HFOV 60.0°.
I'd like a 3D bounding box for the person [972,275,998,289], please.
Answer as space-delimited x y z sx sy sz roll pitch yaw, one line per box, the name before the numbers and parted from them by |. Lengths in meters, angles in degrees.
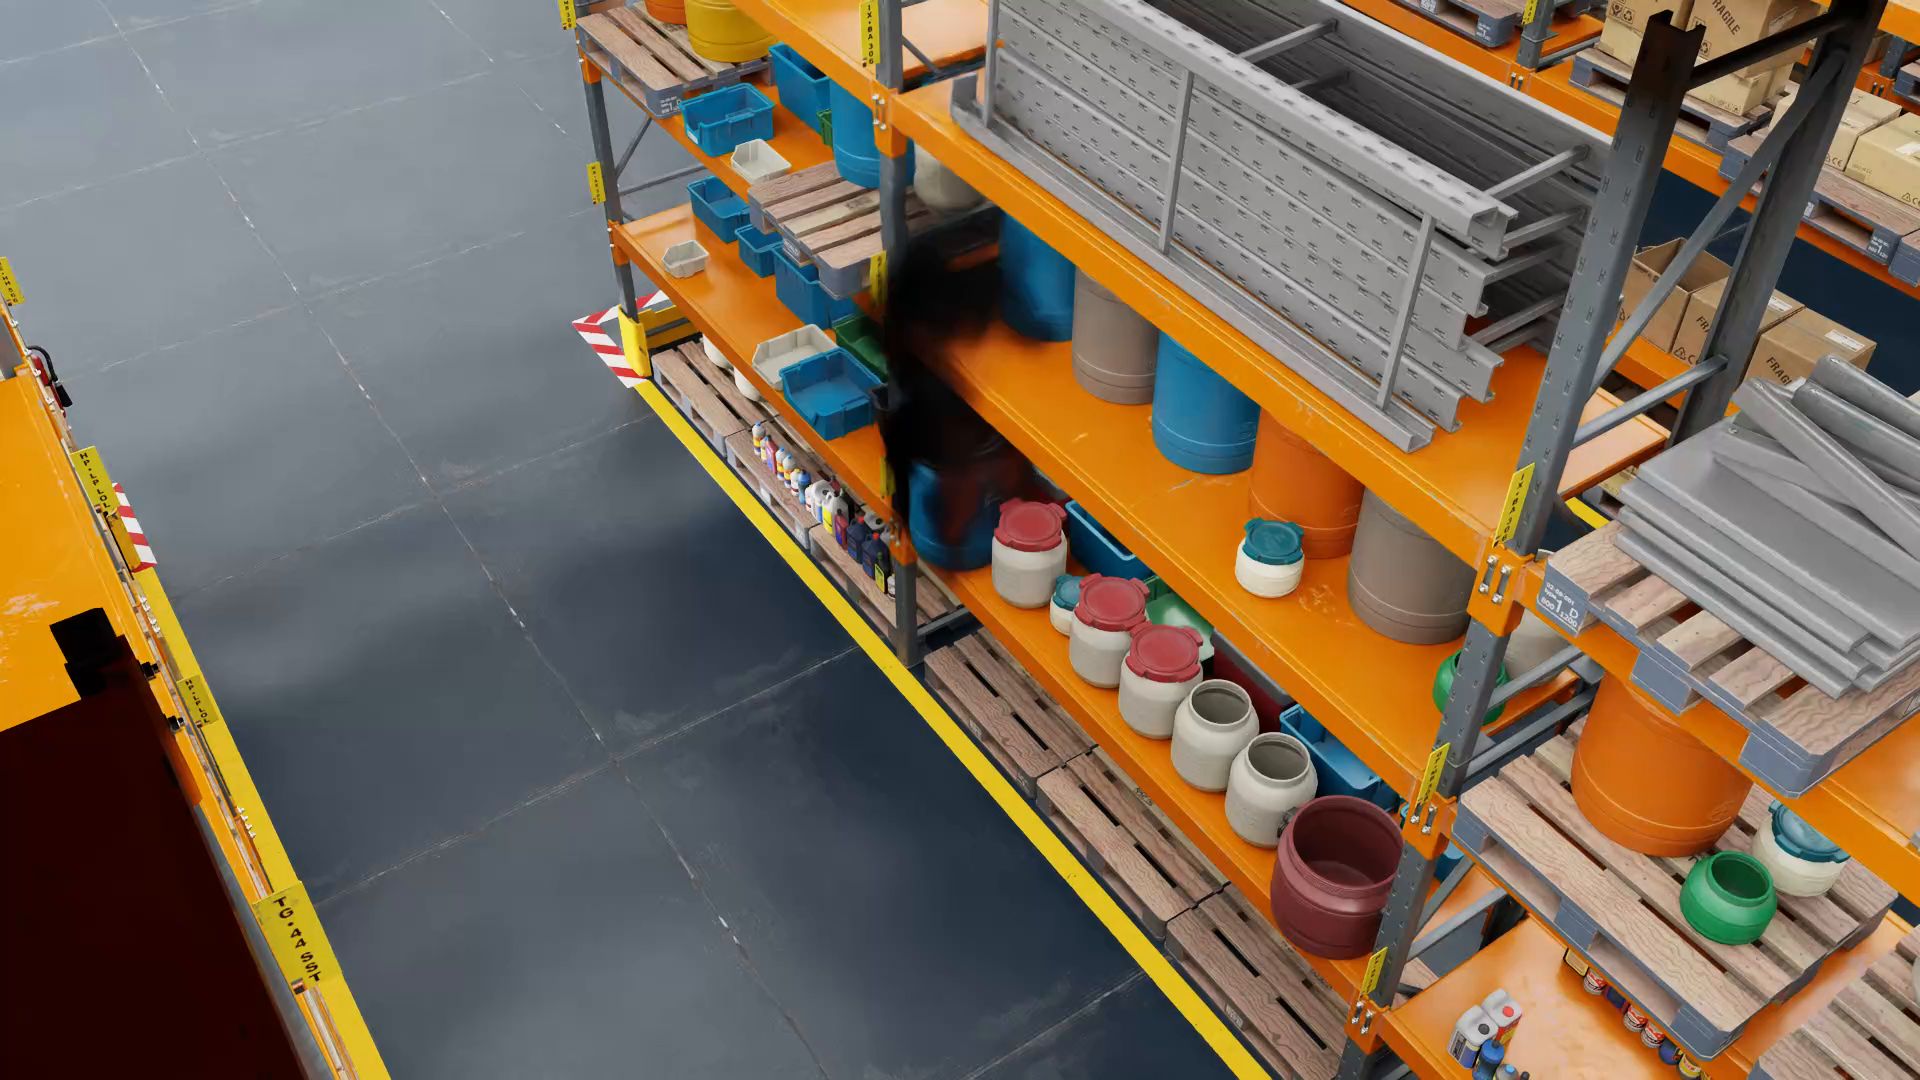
person | 0.201 -2.072 12.240 0.659 1.823 0.932 -33 52 -30
